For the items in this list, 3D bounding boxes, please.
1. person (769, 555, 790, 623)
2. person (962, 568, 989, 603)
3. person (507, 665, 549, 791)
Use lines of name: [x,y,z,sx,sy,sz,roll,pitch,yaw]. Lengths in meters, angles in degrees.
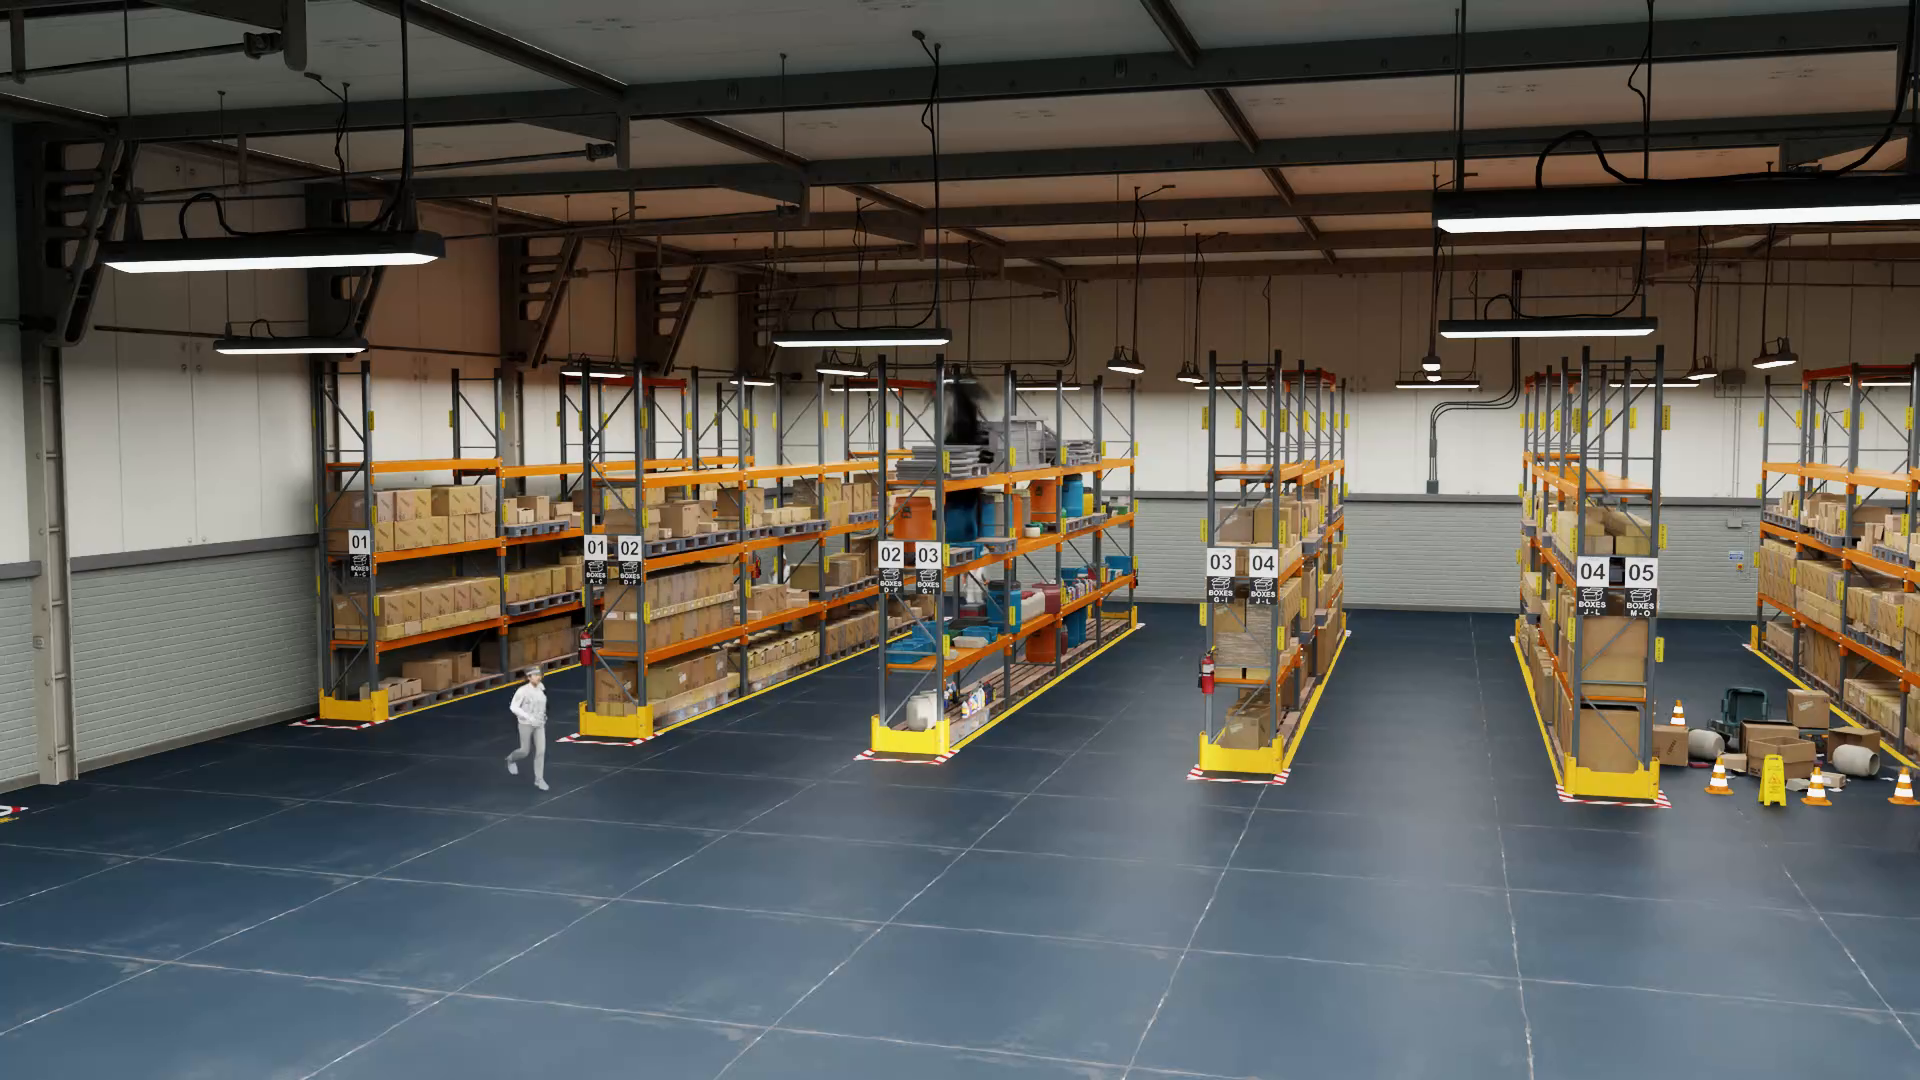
person: [-4.413,1.207,40.955,0.641,1.725,0.666,0,4,-1]
person: [0.356,1.280,39.447,0.654,1.796,0.987,0,4,6]
person: [-5.912,2.541,22.848,0.921,1.686,0.639,3,5,38]
